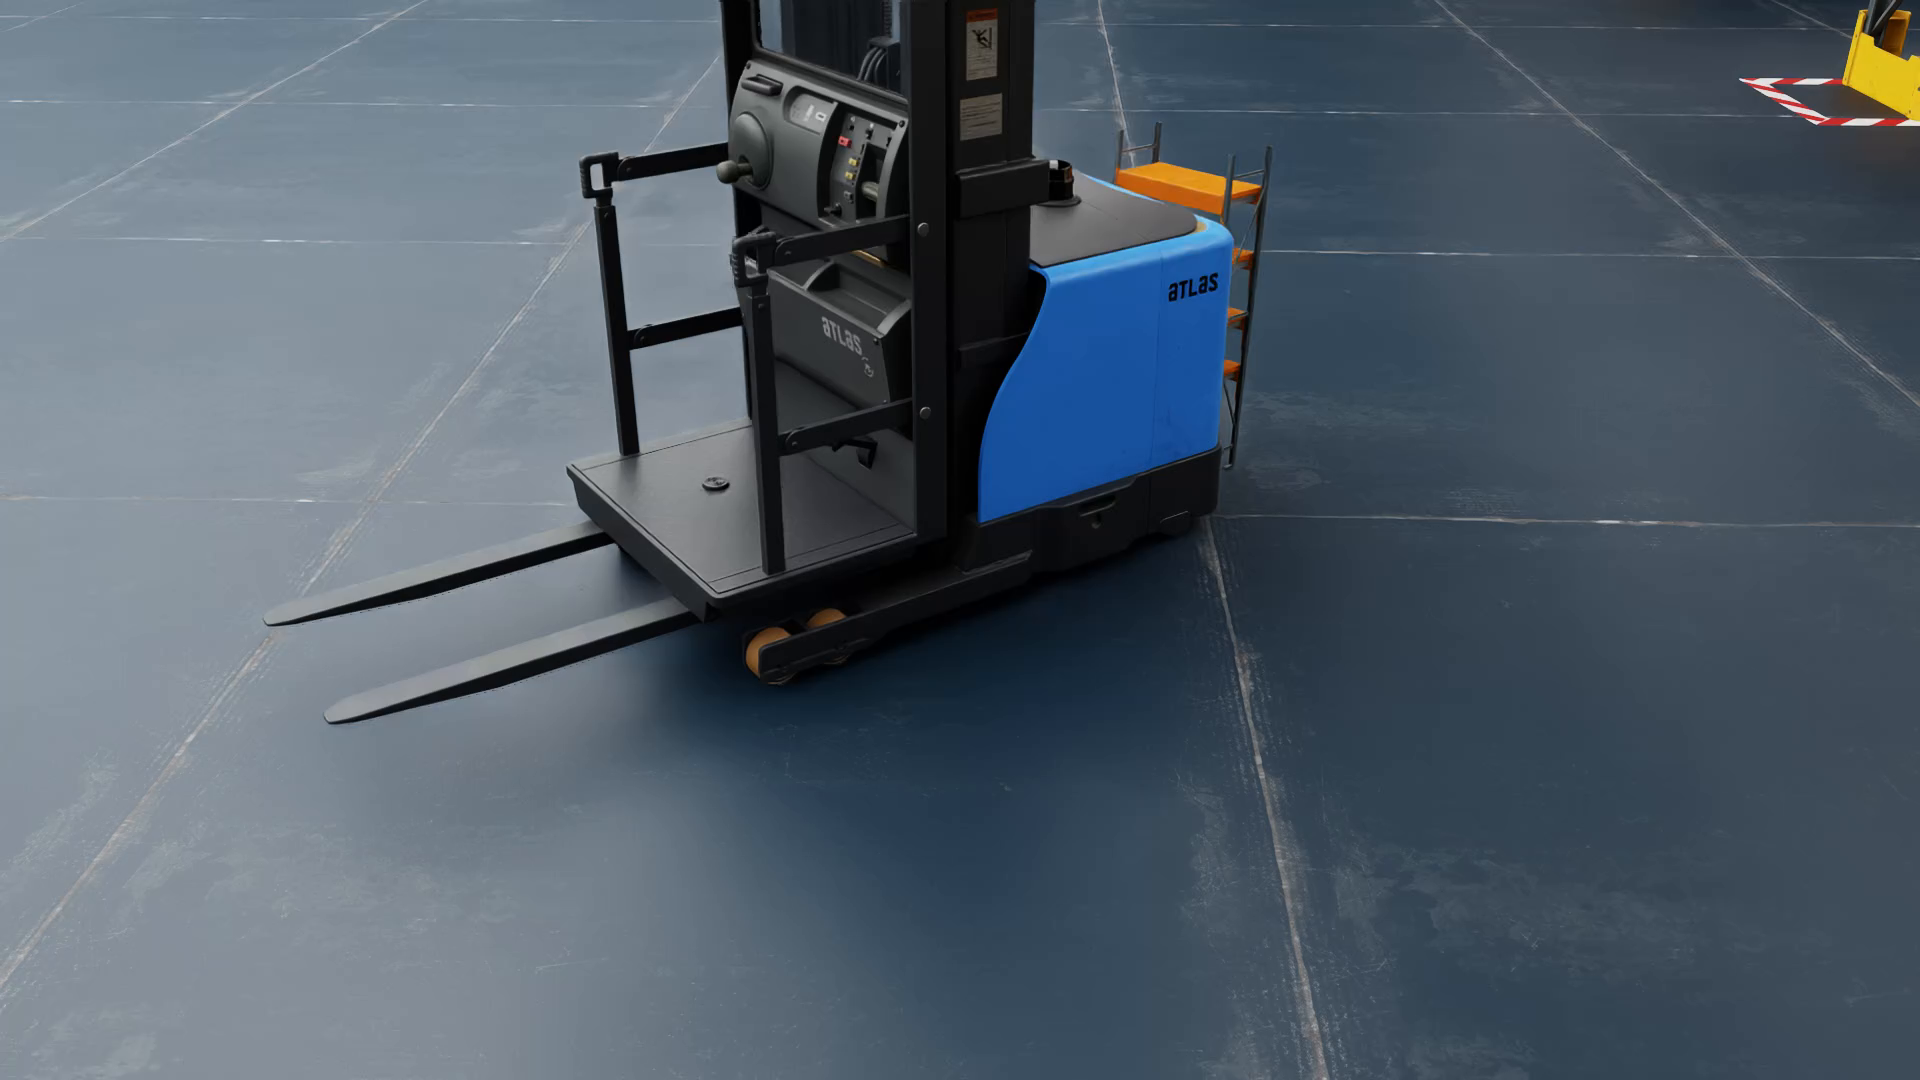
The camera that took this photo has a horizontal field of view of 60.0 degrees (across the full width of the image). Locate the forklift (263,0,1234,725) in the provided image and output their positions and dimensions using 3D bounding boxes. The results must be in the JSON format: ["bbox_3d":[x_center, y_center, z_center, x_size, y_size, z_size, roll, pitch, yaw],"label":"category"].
[{"bbox_3d":[-0.600,-1.147,4.785,3.031,2.935,1.130,-18,33,-30],"label":"forklift"}]

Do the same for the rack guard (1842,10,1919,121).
[{"bbox_3d":[6.480,-3.244,11.336,0.348,0.500,1.175,1,28,2],"label":"rack guard"}]

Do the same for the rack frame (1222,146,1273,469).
[{"bbox_3d":[0.972,-0.790,5.944,0.015,1.200,0.240,25,33,38],"label":"rack frame"}]

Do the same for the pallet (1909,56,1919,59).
[{"bbox_3d":[7.290,-3.087,11.347,1.213,0.211,1.003,1,28,2],"label":"pallet"}]

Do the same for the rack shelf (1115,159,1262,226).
[{"bbox_3d":[0.813,-1.224,5.925,0.480,0.148,0.258,25,33,38],"label":"rack shelf"}]

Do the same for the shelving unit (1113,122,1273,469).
[{"bbox_3d":[0.797,-0.870,6.094,0.503,1.200,0.258,25,33,38],"label":"shelving unit"}]

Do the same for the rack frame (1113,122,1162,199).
[{"bbox_3d":[0.623,-0.950,6.245,0.015,1.200,0.240,25,33,38],"label":"rack frame"}]

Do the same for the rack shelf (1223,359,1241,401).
[{"bbox_3d":[0.787,-0.630,6.209,0.480,0.148,0.258,25,33,38],"label":"rack shelf"}]

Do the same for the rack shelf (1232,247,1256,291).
[{"bbox_3d":[0.804,-1.011,6.027,0.480,0.148,0.258,25,33,38],"label":"rack shelf"}]

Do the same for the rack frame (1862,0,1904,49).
[{"bbox_3d":[6.404,-4.350,10.753,0.127,3.000,1.000,1,28,2],"label":"rack frame"}]

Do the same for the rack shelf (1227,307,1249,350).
[{"bbox_3d":[0.795,-0.809,6.123,0.480,0.148,0.258,25,33,38],"label":"rack shelf"}]
